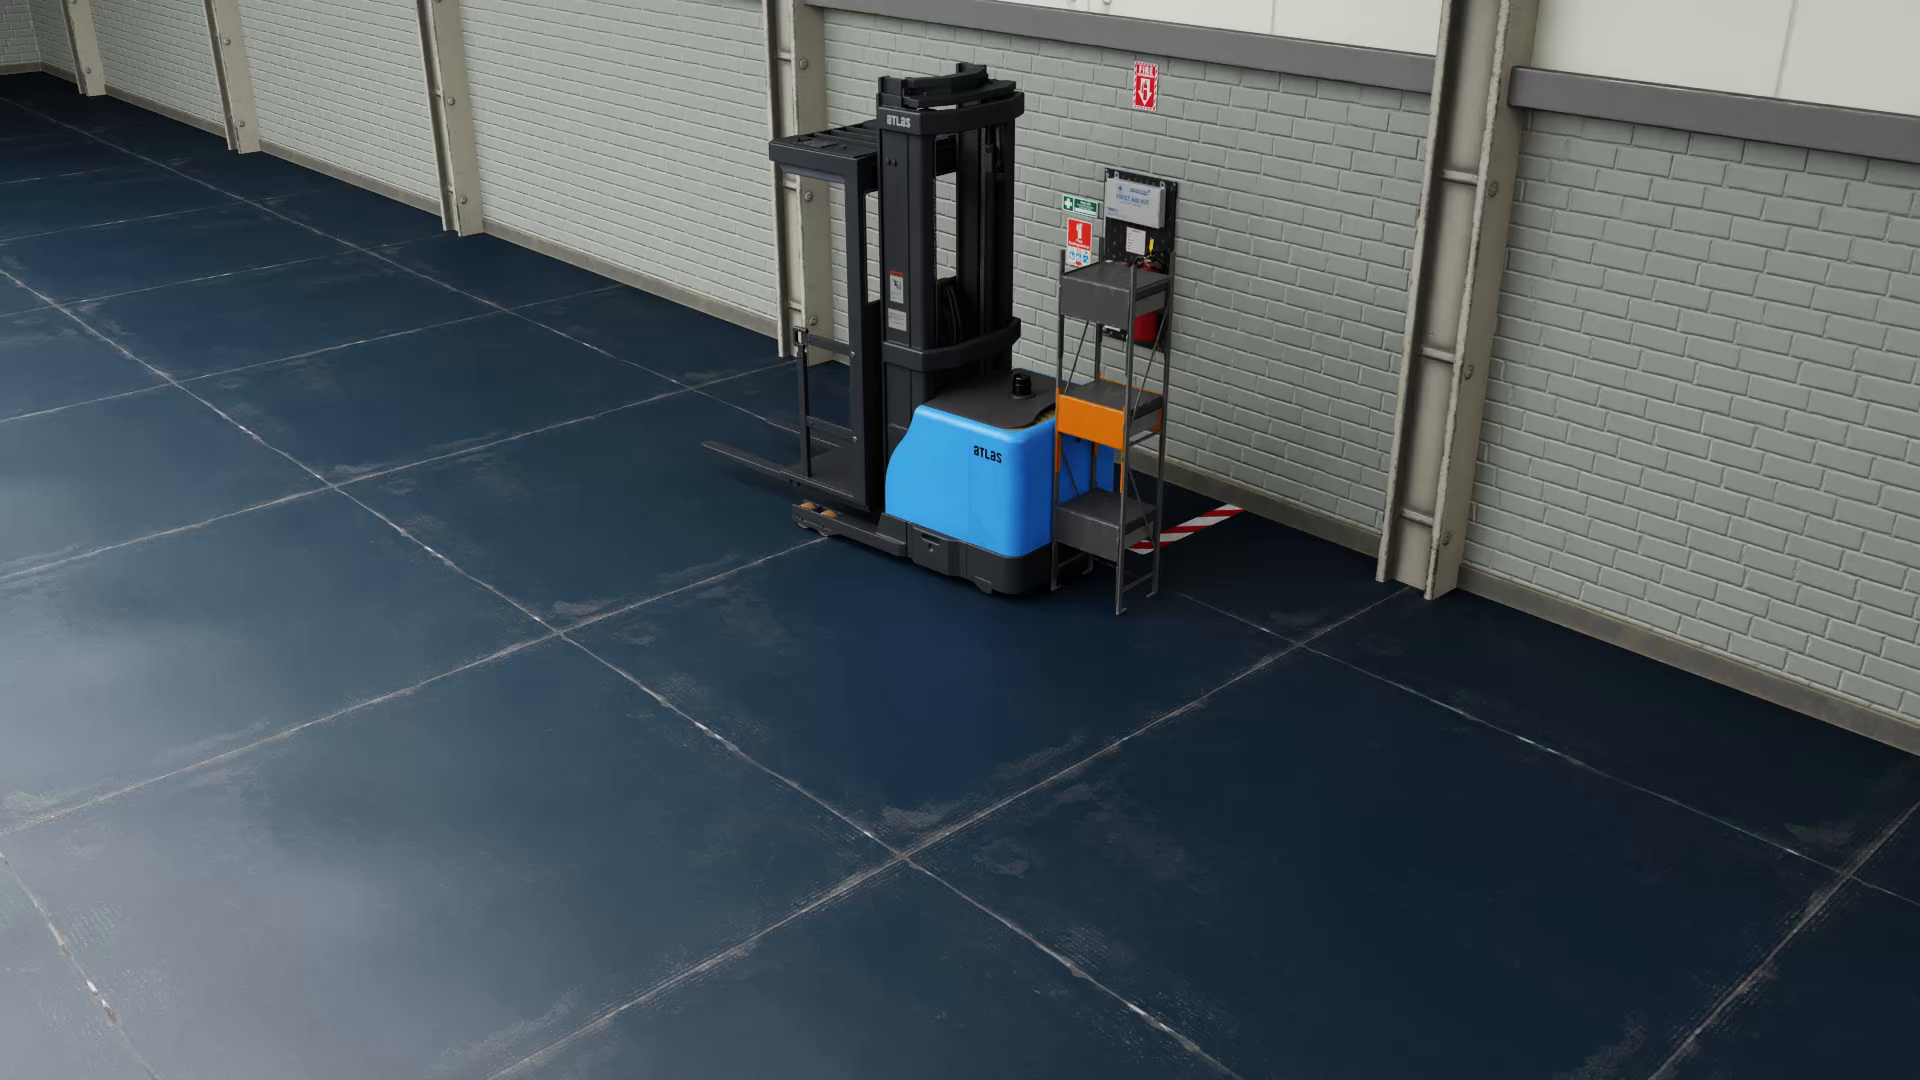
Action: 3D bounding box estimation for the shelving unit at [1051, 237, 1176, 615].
[{"bbox_3d":[0.872,-0.643,9.629,0.503,2.100,0.431,20,31,37],"label":"shelving unit"}]

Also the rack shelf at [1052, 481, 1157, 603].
[{"bbox_3d":[0.872,0.007,9.925,0.480,0.518,0.431,20,31,37],"label":"rack shelf"}]

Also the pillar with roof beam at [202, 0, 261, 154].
[{"bbox_3d":[-12.647,-8.067,17.590,9.100,9.000,0.400,-21,32,-38],"label":"pillar with roof beam"}]

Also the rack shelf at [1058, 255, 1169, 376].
[{"bbox_3d":[0.872,-1.267,9.344,0.480,0.518,0.431,20,31,37],"label":"rack shelf"}]

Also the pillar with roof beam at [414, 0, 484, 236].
[{"bbox_3d":[-8.546,-6.249,13.606,9.100,9.000,0.400,-21,32,-38],"label":"pillar with roof beam"}]

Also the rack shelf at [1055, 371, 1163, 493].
[{"bbox_3d":[0.872,-0.630,9.635,0.480,0.518,0.431,20,31,37],"label":"rack shelf"}]

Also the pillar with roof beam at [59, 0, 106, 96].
[{"bbox_3d":[-16.748,-9.885,21.575,9.100,9.000,0.400,-21,32,-38],"label":"pillar with roof beam"}]

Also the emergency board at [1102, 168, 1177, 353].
[{"bbox_3d":[1.137,-1.865,11.224,0.194,1.169,0.643,-21,32,-38],"label":"emergency board"}]

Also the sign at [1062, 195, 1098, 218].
[{"bbox_3d":[0.831,-2.315,11.529,0.001,0.109,0.331,-21,32,-38],"label":"sign"}]

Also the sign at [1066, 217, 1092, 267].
[{"bbox_3d":[0.834,-2.078,11.647,0.001,0.329,0.234,-21,32,-38],"label":"sign"}]

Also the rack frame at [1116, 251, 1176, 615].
[{"bbox_3d":[1.055,-0.576,9.483,0.015,2.100,0.400,20,31,37],"label":"rack frame"}]

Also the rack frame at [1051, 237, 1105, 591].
[{"bbox_3d":[0.688,-0.709,9.775,0.015,2.100,0.400,20,31,37],"label":"rack frame"}]

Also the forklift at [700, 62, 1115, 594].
[{"bbox_3d":[-0.470,-1.504,10.515,3.031,2.935,1.130,20,31,37],"label":"forklift"}]

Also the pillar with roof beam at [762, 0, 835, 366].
[{"bbox_3d":[-4.445,-4.431,9.621,9.100,9.000,0.400,-21,32,-38],"label":"pillar with roof beam"}]

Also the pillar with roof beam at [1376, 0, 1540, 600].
[{"bbox_3d":[-0.344,-2.613,5.636,9.100,9.000,0.400,-21,32,-38],"label":"pillar with roof beam"}]

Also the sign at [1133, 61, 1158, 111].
[{"bbox_3d":[1.204,-2.950,10.810,0.001,0.298,0.199,-21,32,-38],"label":"sign"}]

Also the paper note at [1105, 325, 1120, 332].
[{"bbox_3d":[1.066,-1.537,11.567,0.016,0.148,0.142,-21,32,-38],"label":"paper note"}]
